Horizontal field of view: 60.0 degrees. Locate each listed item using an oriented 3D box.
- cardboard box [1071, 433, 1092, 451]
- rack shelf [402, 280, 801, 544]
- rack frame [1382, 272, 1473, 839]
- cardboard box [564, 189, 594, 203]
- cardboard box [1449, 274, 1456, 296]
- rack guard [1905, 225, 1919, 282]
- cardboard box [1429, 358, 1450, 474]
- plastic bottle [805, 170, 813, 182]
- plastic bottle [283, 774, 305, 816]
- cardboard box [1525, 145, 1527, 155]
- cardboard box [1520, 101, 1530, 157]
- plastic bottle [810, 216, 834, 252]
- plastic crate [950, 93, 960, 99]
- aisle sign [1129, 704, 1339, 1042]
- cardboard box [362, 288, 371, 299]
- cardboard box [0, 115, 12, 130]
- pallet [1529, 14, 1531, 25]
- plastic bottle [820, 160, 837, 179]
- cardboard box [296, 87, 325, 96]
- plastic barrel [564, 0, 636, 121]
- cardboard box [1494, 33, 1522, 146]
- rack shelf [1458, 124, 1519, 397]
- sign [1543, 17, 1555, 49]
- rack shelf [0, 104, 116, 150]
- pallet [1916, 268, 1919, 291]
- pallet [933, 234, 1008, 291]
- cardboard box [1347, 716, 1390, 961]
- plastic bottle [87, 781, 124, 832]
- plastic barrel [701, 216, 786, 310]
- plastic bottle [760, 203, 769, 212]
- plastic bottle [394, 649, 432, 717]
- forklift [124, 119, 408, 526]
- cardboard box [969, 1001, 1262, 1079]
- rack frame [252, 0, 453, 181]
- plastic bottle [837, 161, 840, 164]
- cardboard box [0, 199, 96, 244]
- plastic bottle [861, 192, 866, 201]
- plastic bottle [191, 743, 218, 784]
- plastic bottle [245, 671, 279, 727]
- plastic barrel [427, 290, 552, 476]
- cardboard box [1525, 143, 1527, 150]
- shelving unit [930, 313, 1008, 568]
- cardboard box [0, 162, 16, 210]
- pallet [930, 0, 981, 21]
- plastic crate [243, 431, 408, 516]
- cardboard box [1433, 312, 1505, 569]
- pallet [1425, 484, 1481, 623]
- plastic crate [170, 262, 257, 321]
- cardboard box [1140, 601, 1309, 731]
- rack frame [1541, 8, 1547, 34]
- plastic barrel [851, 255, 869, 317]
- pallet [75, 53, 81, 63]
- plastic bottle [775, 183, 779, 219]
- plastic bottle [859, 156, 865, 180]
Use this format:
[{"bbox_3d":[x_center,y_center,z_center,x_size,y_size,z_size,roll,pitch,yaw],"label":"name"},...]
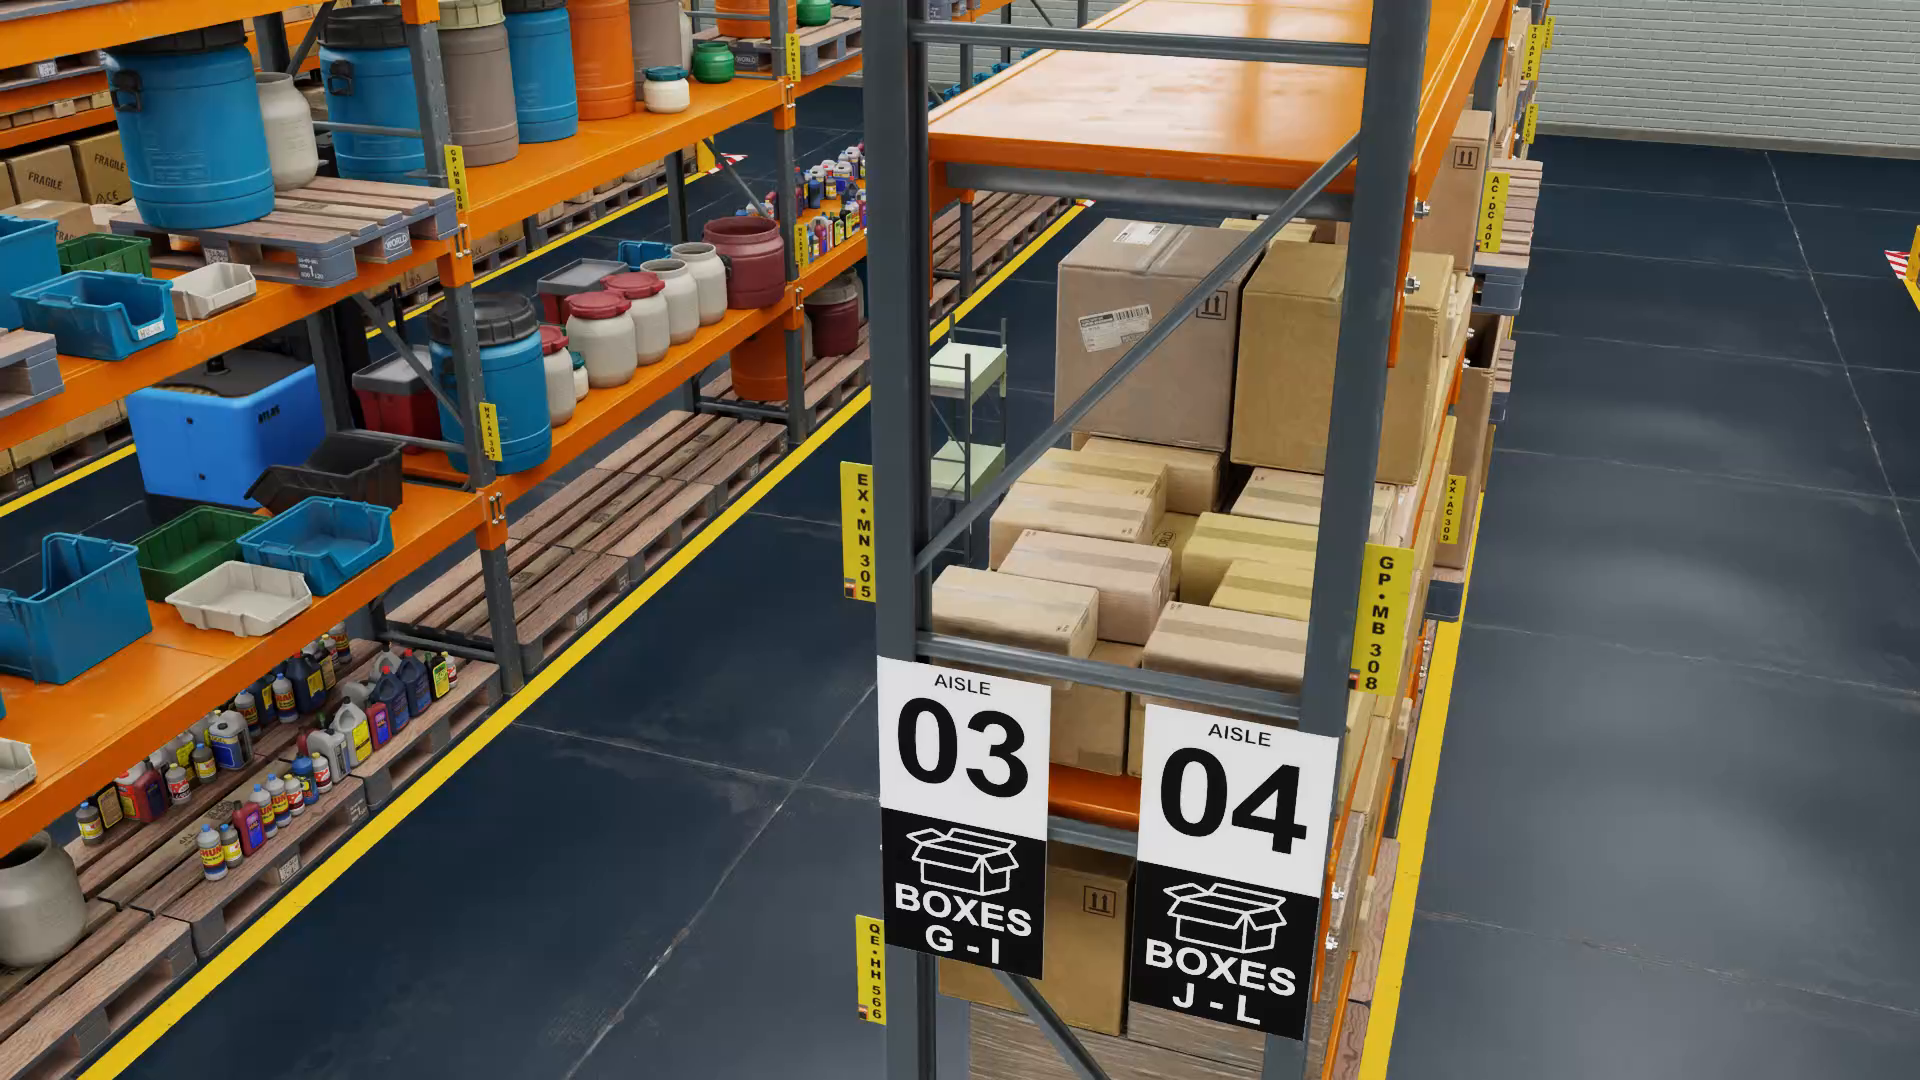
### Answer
[{"bbox_3d":[0.547,-0.331,4.988,0.380,0.149,0.250,7,27,15],"label":"cardboard box"},{"bbox_3d":[-2.365,-1.036,10.998,1.077,0.370,4.000,9,27,17],"label":"rack shelf"},{"bbox_3d":[1.640,0.180,7.660,1.000,3.000,0.127,9,27,17],"label":"rack frame"},{"bbox_3d":[-4.416,-3.967,18.970,0.380,0.166,0.250,9,27,17],"label":"cardboard box"},{"bbox_3d":[1.628,-0.895,6.152,0.380,0.149,0.250,7,27,15],"label":"cardboard box"},{"bbox_3d":[10.252,-2.834,16.754,1.175,0.500,0.348,9,27,17],"label":"rack guard"},{"bbox_3d":[1.387,-0.454,5.700,0.500,0.250,0.500,9,27,17],"label":"cardboard box"},{"bbox_3d":[-1.331,-3.114,14.610,0.097,0.271,0.097,0,26,0],"label":"plastic bottle"},{"bbox_3d":[-3.284,1.244,8.168,0.097,0.201,0.097,0,26,0],"label":"plastic bottle"},{"bbox_3d":[5.317,-3.816,16.202,0.380,0.149,0.250,9,27,18],"label":"cardboard box"},{"bbox_3d":[4.703,-3.671,14.584,0.500,0.500,0.500,9,27,17],"label":"cardboard box"},{"bbox_3d":[-1.096,-2.447,13.229,0.152,0.276,0.135,9,27,17],"label":"plastic bottle"},{"bbox_3d":[0.165,-4.212,16.589,0.402,0.464,0.583,9,27,17],"label":"plastic crate"},{"bbox_3d":[0.572,0.723,3.556,0.394,0.787,0.004,9,27,17],"label":"aisle sign"},{"bbox_3d":[-5.779,-2.337,15.221,0.500,0.500,0.500,8,27,16],"label":"cardboard box"},{"bbox_3d":[-10.119,-4.355,17.292,0.380,0.149,0.250,10,27,19],"label":"cardboard box"},{"bbox_3d":[4.044,-3.988,13.045,0.805,0.209,1.217,8,27,15],"label":"pallet"},{"bbox_3d":[-1.190,-3.255,14.896,0.152,0.276,0.135,9,27,17],"label":"plastic bottle"},{"bbox_3d":[-8.473,-5.776,21.603,0.380,0.149,0.250,9,27,19],"label":"cardboard box"},{"bbox_3d":[-2.395,-3.151,10.604,0.600,0.830,0.708,9,27,17],"label":"plastic barrel"},{"bbox_3d":[2.709,-2.438,8.937,0.500,0.500,0.500,9,27,18],"label":"cardboard box"},{"bbox_3d":[2.306,-1.668,8.861,1.077,0.370,4.000,9,27,17],"label":"rack shelf"},{"bbox_3d":[6.141,-5.295,17.367,0.100,0.325,0.005,9,27,17],"label":"sign"},{"bbox_3d":[-10.376,-4.117,17.360,1.077,0.370,4.000,9,27,17],"label":"rack shelf"},{"bbox_3d":[9.948,-2.376,16.138,1.003,0.211,1.213,9,27,17],"label":"pallet"},{"bbox_3d":[-0.160,-2.879,17.177,1.003,0.211,1.213,9,27,17],"label":"pallet"},{"bbox_3d":[0.922,0.804,4.768,0.500,0.500,0.500,9,27,17],"label":"cardboard box"},{"bbox_3d":[-4.142,1.261,8.039,0.061,0.283,0.133,9,27,19],"label":"plastic bottle"},{"bbox_3d":[-1.568,-2.009,12.024,0.600,0.536,0.708,9,27,17],"label":"plastic barrel"},{"bbox_3d":[-1.640,-2.700,13.837,0.097,0.201,0.097,0,26,0],"label":"plastic bottle"},{"bbox_3d":[-2.973,0.762,8.992,0.144,0.351,0.185,8,27,16],"label":"plastic bottle"},{"bbox_3d":[-4.716,-1.931,12.099,1.130,2.935,3.031,8,27,16],"label":"forklift"},{"bbox_3d":[0.518,1.423,4.637,0.875,0.500,0.500,9,27,17],"label":"cardboard box"},{"bbox_3d":[-3.030,-3.239,7.836,1.000,3.000,0.127,9,27,17],"label":"rack frame"},{"bbox_3d":[-1.100,-3.368,15.215,0.097,0.201,0.097,0,26,0],"label":"plastic bottle"},{"bbox_3d":[-6.912,-2.255,12.574,0.500,0.500,0.500,7,27,15],"label":"cardboard box"},{"bbox_3d":[-0.802,-2.774,13.907,0.097,0.271,0.097,0,26,0],"label":"plastic bottle"},{"bbox_3d":[-3.828,1.123,8.419,0.097,0.201,0.097,0,26,0],"label":"plastic bottle"},{"bbox_3d":[-3.753,0.805,8.904,0.144,0.351,0.185,8,27,15],"label":"plastic bottle"},{"bbox_3d":[-2.616,-0.879,9.271,0.600,0.901,0.708,9,27,17],"label":"plastic barrel"},{"bbox_3d":[5.215,-3.948,16.016,0.500,0.250,0.500,9,27,18],"label":"cardboard box"},{"bbox_3d":[-0.002,-0.672,11.141,0.431,1.500,0.755,9,27,17],"label":"shelving unit"},{"bbox_3d":[-10.376,-3.483,17.209,0.750,0.750,0.750,9,27,17],"label":"cardboard box"},{"bbox_3d":[-0.537,-4.755,14.626,1.213,0.211,1.003,9,27,17],"label":"pallet"},{"bbox_3d":[-3.325,-0.314,8.751,0.767,0.338,0.504,9,27,17],"label":"plastic crate"},{"bbox_3d":[2.037,-0.585,8.070,1.000,1.000,1.000,9,27,18],"label":"cardboard box"},{"bbox_3d":[2.032,-0.027,8.307,1.003,0.211,1.213,9,27,17],"label":"pallet"},{"bbox_3d":[-3.183,-1.052,7.064,0.243,0.136,0.396,9,27,17],"label":"plastic crate"},{"bbox_3d":[0.619,0.282,3.722,0.380,0.149,0.250,9,27,17],"label":"cardboard box"},{"bbox_3d":[5.634,-4.751,17.845,1.000,3.000,0.127,9,27,17],"label":"rack frame"},{"bbox_3d":[-0.801,-2.558,15.242,0.600,0.901,0.708,9,27,17],"label":"plastic barrel"},{"bbox_3d":[-6.511,-3.875,12.810,1.213,0.211,1.003,10,28,20],"label":"pallet"},{"bbox_3d":[-1.494,-2.917,14.113,0.144,0.351,0.185,9,27,17],"label":"plastic bottle"},{"bbox_3d":[-0.879,-3.441,15.366,0.097,0.201,0.097,0,26,0],"label":"plastic bottle"}]
